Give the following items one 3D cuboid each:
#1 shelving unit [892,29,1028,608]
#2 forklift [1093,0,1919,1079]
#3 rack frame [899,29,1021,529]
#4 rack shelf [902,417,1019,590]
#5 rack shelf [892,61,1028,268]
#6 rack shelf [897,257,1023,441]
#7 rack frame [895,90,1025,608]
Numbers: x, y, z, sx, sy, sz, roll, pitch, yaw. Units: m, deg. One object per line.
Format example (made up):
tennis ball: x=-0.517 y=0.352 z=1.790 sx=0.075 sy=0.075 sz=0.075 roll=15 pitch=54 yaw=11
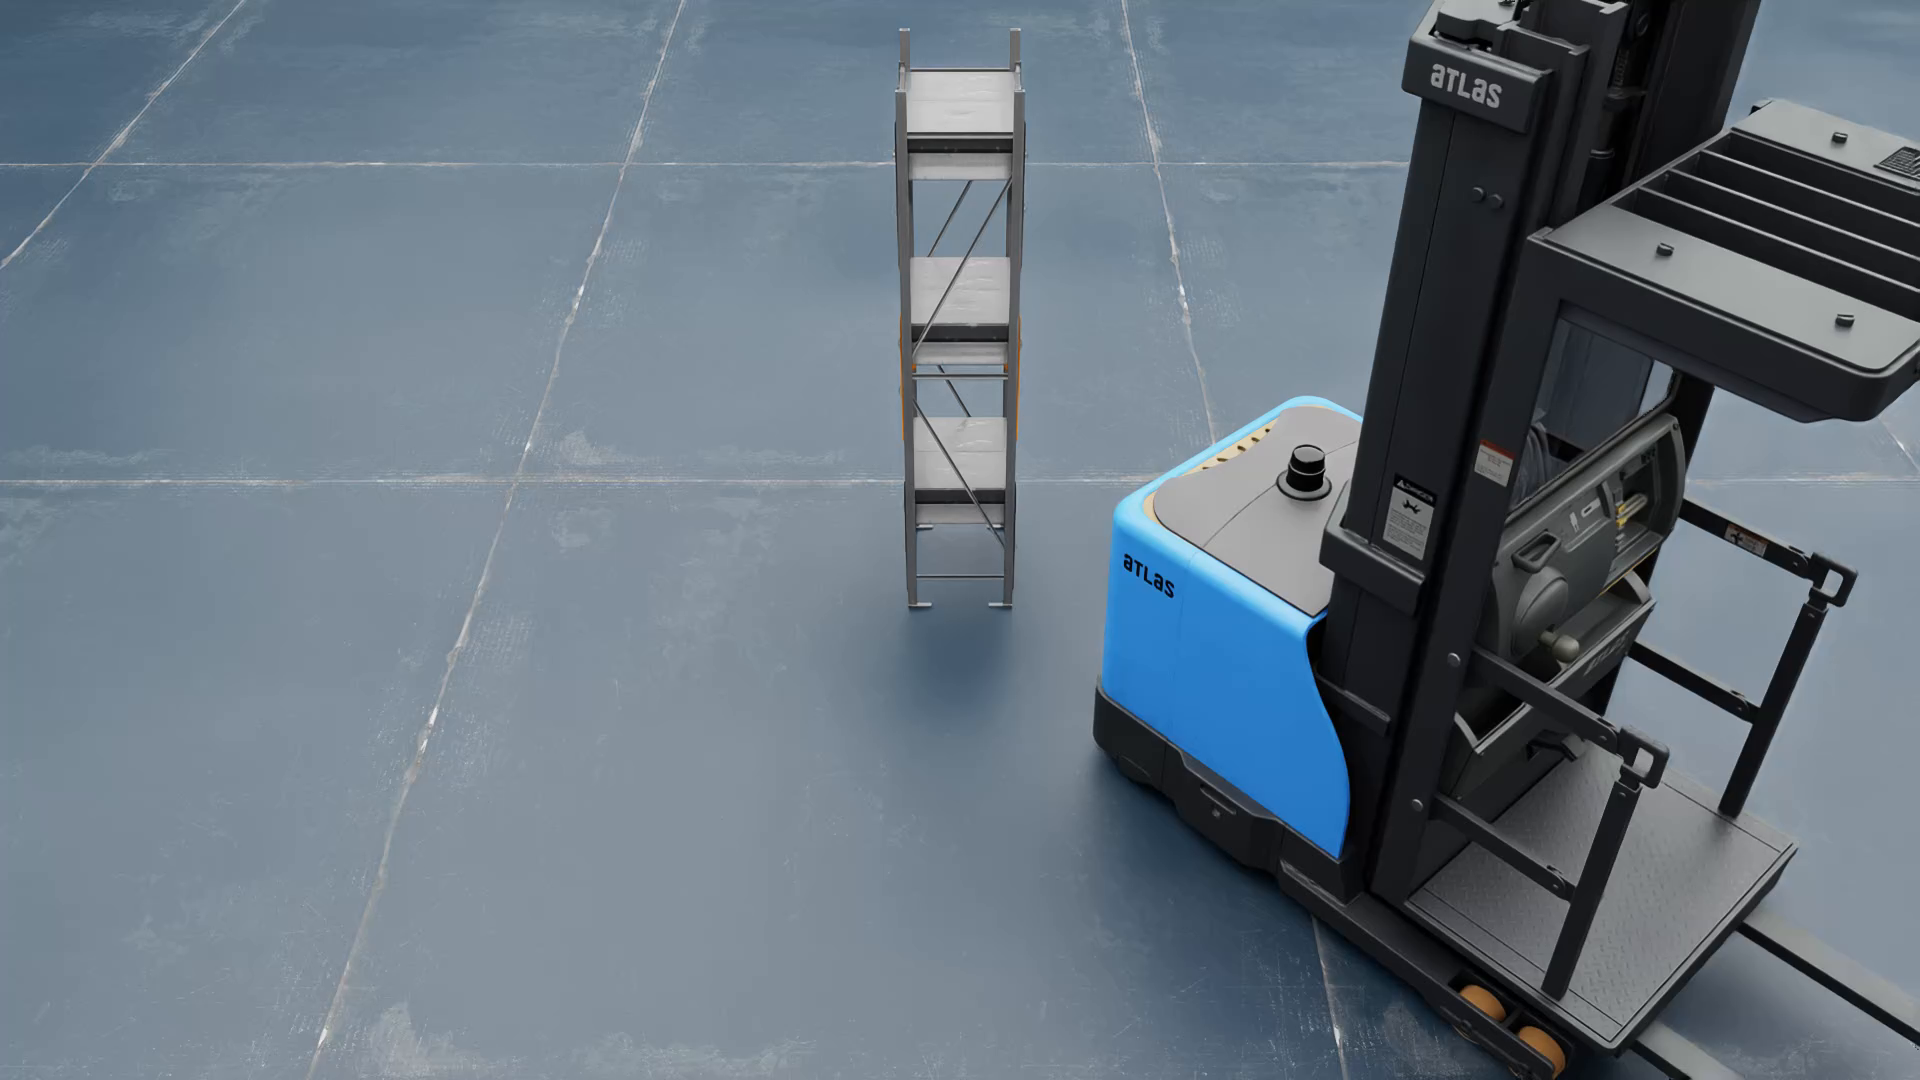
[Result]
shelving unit: x=0.000 y=-0.716 z=5.964 sx=0.431 sy=2.100 sz=0.503 roll=0 pitch=39 yaw=0
forklift: x=1.828 y=0.061 z=4.330 sx=1.130 sy=2.935 sz=3.031 roll=-30 pitch=47 yaw=-32
rack frame: x=0.000 y=-0.868 z=6.155 sx=0.400 sy=2.100 sz=0.015 roll=0 pitch=39 yaw=0
rack shelf: x=0.000 y=-0.159 z=6.410 sx=0.431 sy=0.518 sz=0.480 roll=0 pitch=39 yaw=0
rack shelf: x=0.000 y=-1.251 z=5.535 sx=0.431 sy=0.518 sz=0.480 roll=0 pitch=39 yaw=0
rack shelf: x=0.000 y=-0.705 z=5.973 sx=0.431 sy=0.518 sz=0.480 roll=0 pitch=39 yaw=0
rack frame: x=0.000 y=-0.563 z=5.774 sx=0.400 sy=2.100 sz=0.015 roll=0 pitch=39 yaw=0
